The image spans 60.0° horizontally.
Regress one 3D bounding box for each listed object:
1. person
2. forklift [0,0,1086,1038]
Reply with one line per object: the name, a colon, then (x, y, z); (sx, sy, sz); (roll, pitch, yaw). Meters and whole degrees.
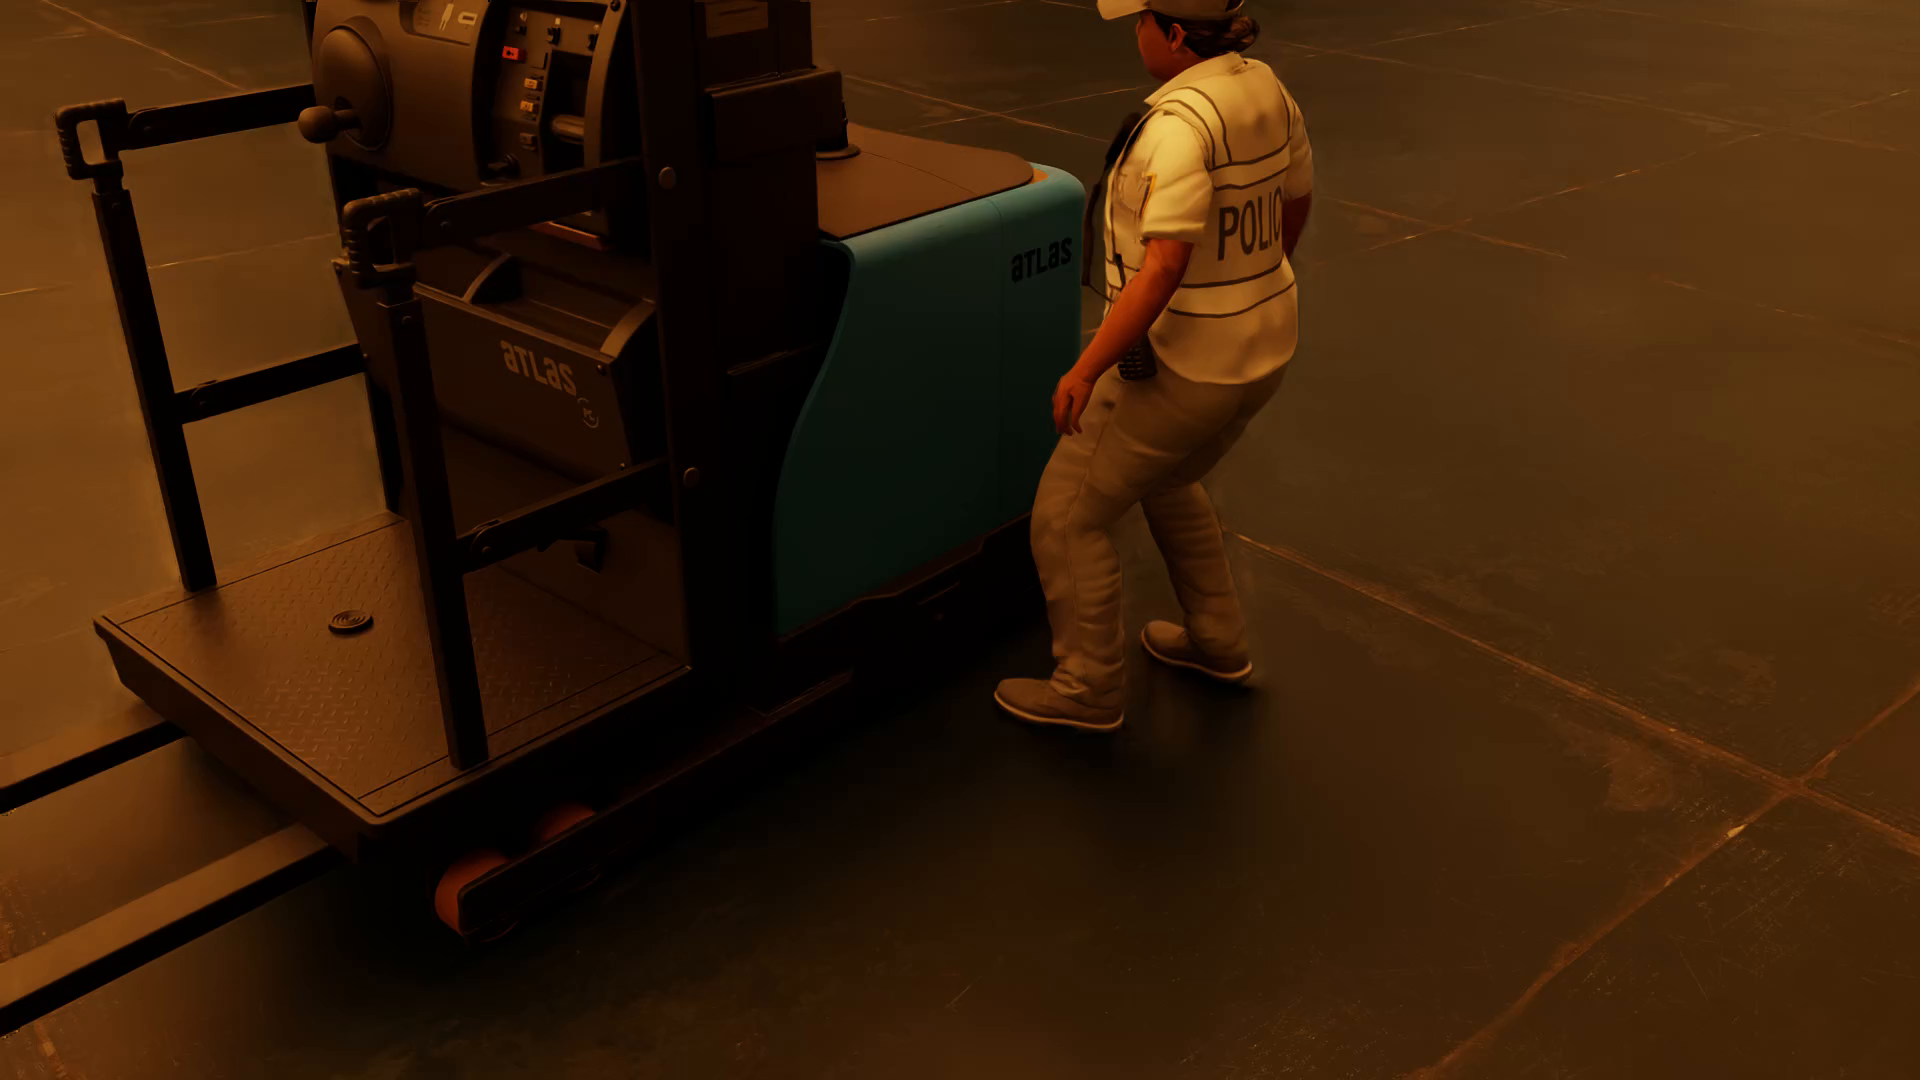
person: (0.436, -0.401, 3.485); (0.473, 1.621, 0.763); (18, 32, 32)
forklift: (-1.052, -0.836, 2.889); (1.130, 2.935, 3.031); (21, 34, 36)
